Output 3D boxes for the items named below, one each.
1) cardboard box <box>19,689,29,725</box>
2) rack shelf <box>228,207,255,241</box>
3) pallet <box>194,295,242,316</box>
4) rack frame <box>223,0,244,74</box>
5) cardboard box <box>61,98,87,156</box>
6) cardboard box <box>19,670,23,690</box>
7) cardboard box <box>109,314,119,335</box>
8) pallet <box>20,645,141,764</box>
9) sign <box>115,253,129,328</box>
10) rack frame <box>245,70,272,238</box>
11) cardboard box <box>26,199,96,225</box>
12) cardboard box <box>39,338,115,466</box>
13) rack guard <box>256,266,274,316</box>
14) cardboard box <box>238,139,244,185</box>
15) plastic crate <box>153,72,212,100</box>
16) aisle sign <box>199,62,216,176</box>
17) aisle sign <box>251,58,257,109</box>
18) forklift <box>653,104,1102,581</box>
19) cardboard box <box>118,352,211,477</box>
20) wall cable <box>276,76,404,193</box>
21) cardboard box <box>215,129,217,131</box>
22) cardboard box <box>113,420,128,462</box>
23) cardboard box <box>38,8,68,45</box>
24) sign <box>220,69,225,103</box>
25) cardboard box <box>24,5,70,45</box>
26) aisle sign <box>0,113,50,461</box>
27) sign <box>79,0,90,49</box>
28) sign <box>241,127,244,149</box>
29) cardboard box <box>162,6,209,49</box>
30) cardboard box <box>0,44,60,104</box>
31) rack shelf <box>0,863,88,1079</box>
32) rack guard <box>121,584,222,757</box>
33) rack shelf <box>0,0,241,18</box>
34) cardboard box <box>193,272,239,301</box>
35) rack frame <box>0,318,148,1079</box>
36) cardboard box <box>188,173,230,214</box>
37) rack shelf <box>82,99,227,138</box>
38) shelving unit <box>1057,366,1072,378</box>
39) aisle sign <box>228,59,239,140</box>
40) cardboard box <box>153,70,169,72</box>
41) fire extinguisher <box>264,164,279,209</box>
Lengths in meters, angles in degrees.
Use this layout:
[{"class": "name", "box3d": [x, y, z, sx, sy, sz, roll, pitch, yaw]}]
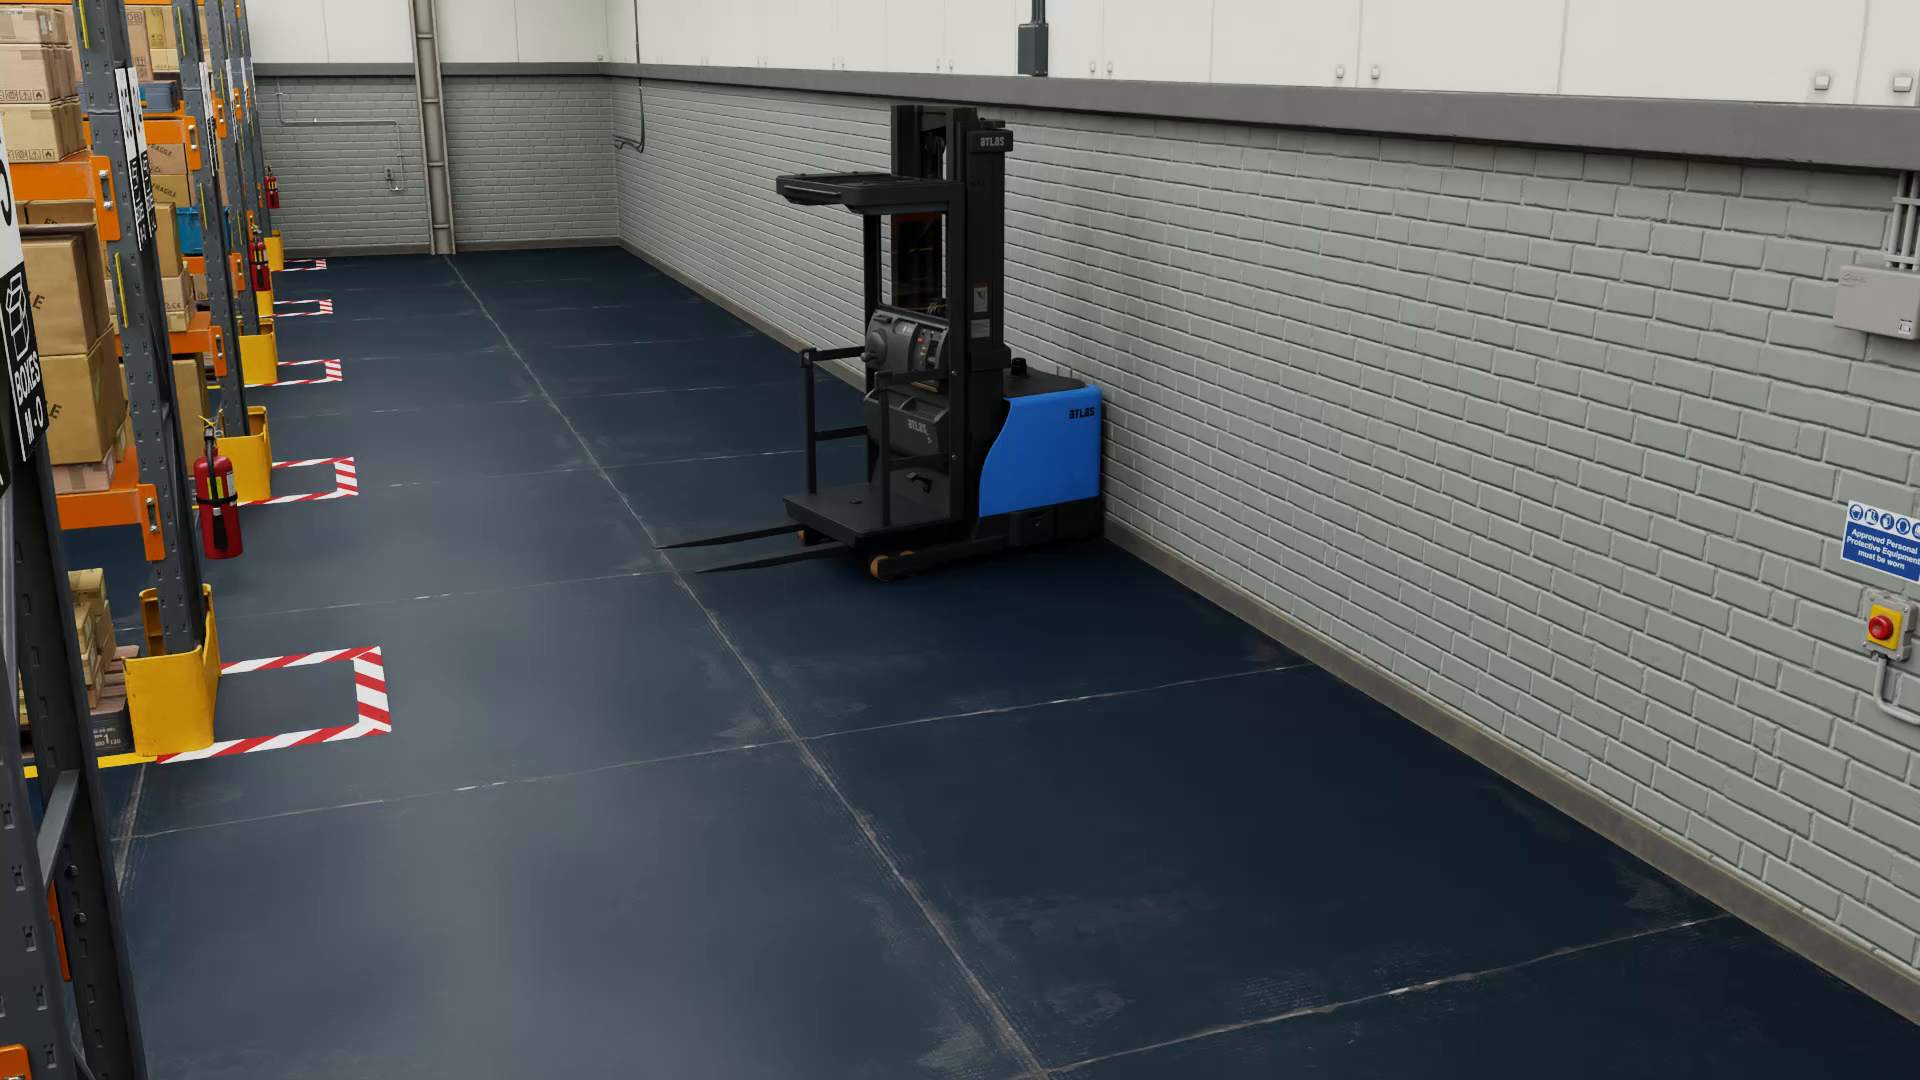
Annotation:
[{"class": "cardboard box", "box3d": [-4.572, 0.763, 7.992, 0.250, 0.149, 0.380, -6, 17, -18]}, {"class": "rack shelf", "box3d": [-11.041, -3.939, 20.966, 4.000, 0.370, 1.077, -6, 17, -20]}, {"class": "pallet", "box3d": [-9.988, -3.060, 21.644, 1.213, 0.211, 1.003, -6, 17, -20]}, {"class": "rack frame", "box3d": [-9.173, -7.365, 20.706, 0.127, 3.000, 1.000, -6, 17, -20]}, {"class": "cardboard box", "box3d": [-4.462, -1.953, 7.869, 0.500, 0.250, 0.500, -6, 17, -18]}, {"class": "cardboard box", "box3d": [-4.606, 0.600, 8.018, 0.250, 0.149, 0.380, -7, 18, -21]}, {"class": "cardboard box", "box3d": [-6.089, -1.610, 12.202, 0.250, 0.149, 0.380, -6, 17, -20]}, {"class": "pallet", "box3d": [-4.794, 0.854, 8.315, 1.213, 0.211, 1.003, -6, 17, -20]}, {"class": "sign", "box3d": [-3.772, -1.123, 7.484, 0.005, 0.325, 0.100, -6, 17, -20]}, {"class": "rack frame", "box3d": [-10.949, -5.789, 25.988, 0.127, 3.000, 1.000, -6, 17, -20]}, {"class": "cardboard box", "box3d": [-6.644, -2.282, 12.453, 0.500, 0.500, 0.500, -7, 18, -21]}, {"class": "cardboard box", "box3d": [-4.279, -0.642, 7.755, 0.500, 0.500, 0.500, -6, 17, -19]}, {"class": "rack guard", "box3d": [-9.244, -3.279, 21.877, 0.348, 0.500, 1.175, -6, 17, -20]}, {"class": "cardboard box", "box3d": [-11.422, -5.879, 25.762, 0.700, 0.700, 0.980, -5, 17, -18]}, {"class": "plastic crate", "box3d": [-7.863, -4.594, 16.825, 0.590, 0.269, 0.497, -6, 17, -20]}, {"class": "aisle sign", "box3d": [-5.457, -3.055, 12.064, 0.004, 0.787, 0.394, -6, 17, -20]}, {"class": "aisle sign", "box3d": [-10.775, -6.965, 25.378, 0.004, 0.787, 0.394, -6, 17, -20]}, {"class": "forklift", "box3d": [-0.526, -1.309, 10.855, 3.031, 2.935, 1.130, -10, 19, -32]}, {"class": "cardboard box", "box3d": [-6.201, -0.976, 12.623, 0.875, 0.875, 0.875, -6, 17, -20]}, {"class": "wall cable", "box3d": [-10.092, -6.655, 27.132, 1.851, 1.984, 0.084, -6, 17, -20]}, {"class": "cardboard box", "box3d": [-9.682, -5.039, 21.480, 0.500, 0.500, 0.500, -6, 17, -18]}, {"class": "cardboard box", "box3d": [-4.371, -0.497, 8.414, 0.250, 0.149, 0.380, -6, 18, -21]}, {"class": "cardboard box", "box3d": [-6.667, -3.525, 11.853, 0.500, 0.500, 0.700, -7, 18, -22]}, {"class": "sign", "box3d": [-7.192, -4.428, 16.217, 0.005, 0.325, 0.100, -6, 17, -20]}, {"class": "cardboard box", "box3d": [-11.073, -6.264, 20.331, 0.500, 0.500, 0.700, -6, 17, -20]}, {"class": "aisle sign", "box3d": [-2.122, -0.603, 3.714, 0.004, 0.787, 0.394, -6, 17, -20]}, {"class": "sign", "box3d": [-3.772, -2.280, 7.144, 0.005, 0.325, 0.100, -6, 17, -20]}, {"class": "sign", "box3d": [-8.993, -5.045, 20.840, 0.005, 0.325, 0.100, -6, 17, -20]}, {"class": "cardboard box", "box3d": [-9.647, -6.397, 20.783, 0.500, 0.500, 0.700, -6, 17, -20]}, {"class": "cardboard box", "box3d": [-4.291, -2.058, 7.338, 0.500, 0.250, 0.500, -7, 18, -22]}, {"class": "rack shelf", "box3d": [-3.953, 1.275, 3.210, 4.000, 0.370, 1.077, -6, 17, -20]}, {"class": "rack guard", "box3d": [-4.022, 0.643, 8.522, 0.348, 0.500, 1.175, -6, 17, -20]}, {"class": "rack shelf", "box3d": [-12.817, -7.929, 24.614, 4.000, 0.370, 1.077, -6, 17, -20]}, {"class": "cardboard box", "box3d": [-9.593, -3.378, 21.434, 0.500, 0.500, 0.500, -6, 17, -20]}, {"class": "rack frame", "box3d": [-2.086, 0.728, 3.795, 0.127, 3.000, 1.000, -6, 17, -20]}, {"class": "cardboard box", "box3d": [-9.494, -4.417, 21.140, 0.500, 0.500, 0.500, -6, 17, -18]}, {"class": "rack shelf", "box3d": [-9.272, -4.075, 16.104, 4.000, 0.370, 1.077, -6, 17, -20]}, {"class": "shelving unit", "box3d": [0.805, -0.625, 11.818, 0.189, 1.200, 0.258, -3, 12, -21]}, {"class": "aisle sign", "box3d": [-7.443, -4.515, 17.037, 0.004, 0.787, 0.394, -6, 17, -20]}, {"class": "cardboard box", "box3d": [-10.029, -5.685, 20.575, 0.500, 0.250, 0.500, -6, 17, -20]}, {"class": "fire extinguisher", "box3d": [-10.643, -5.467, 25.690, 0.183, 0.674, 0.296, -6, 17, -20]}]
